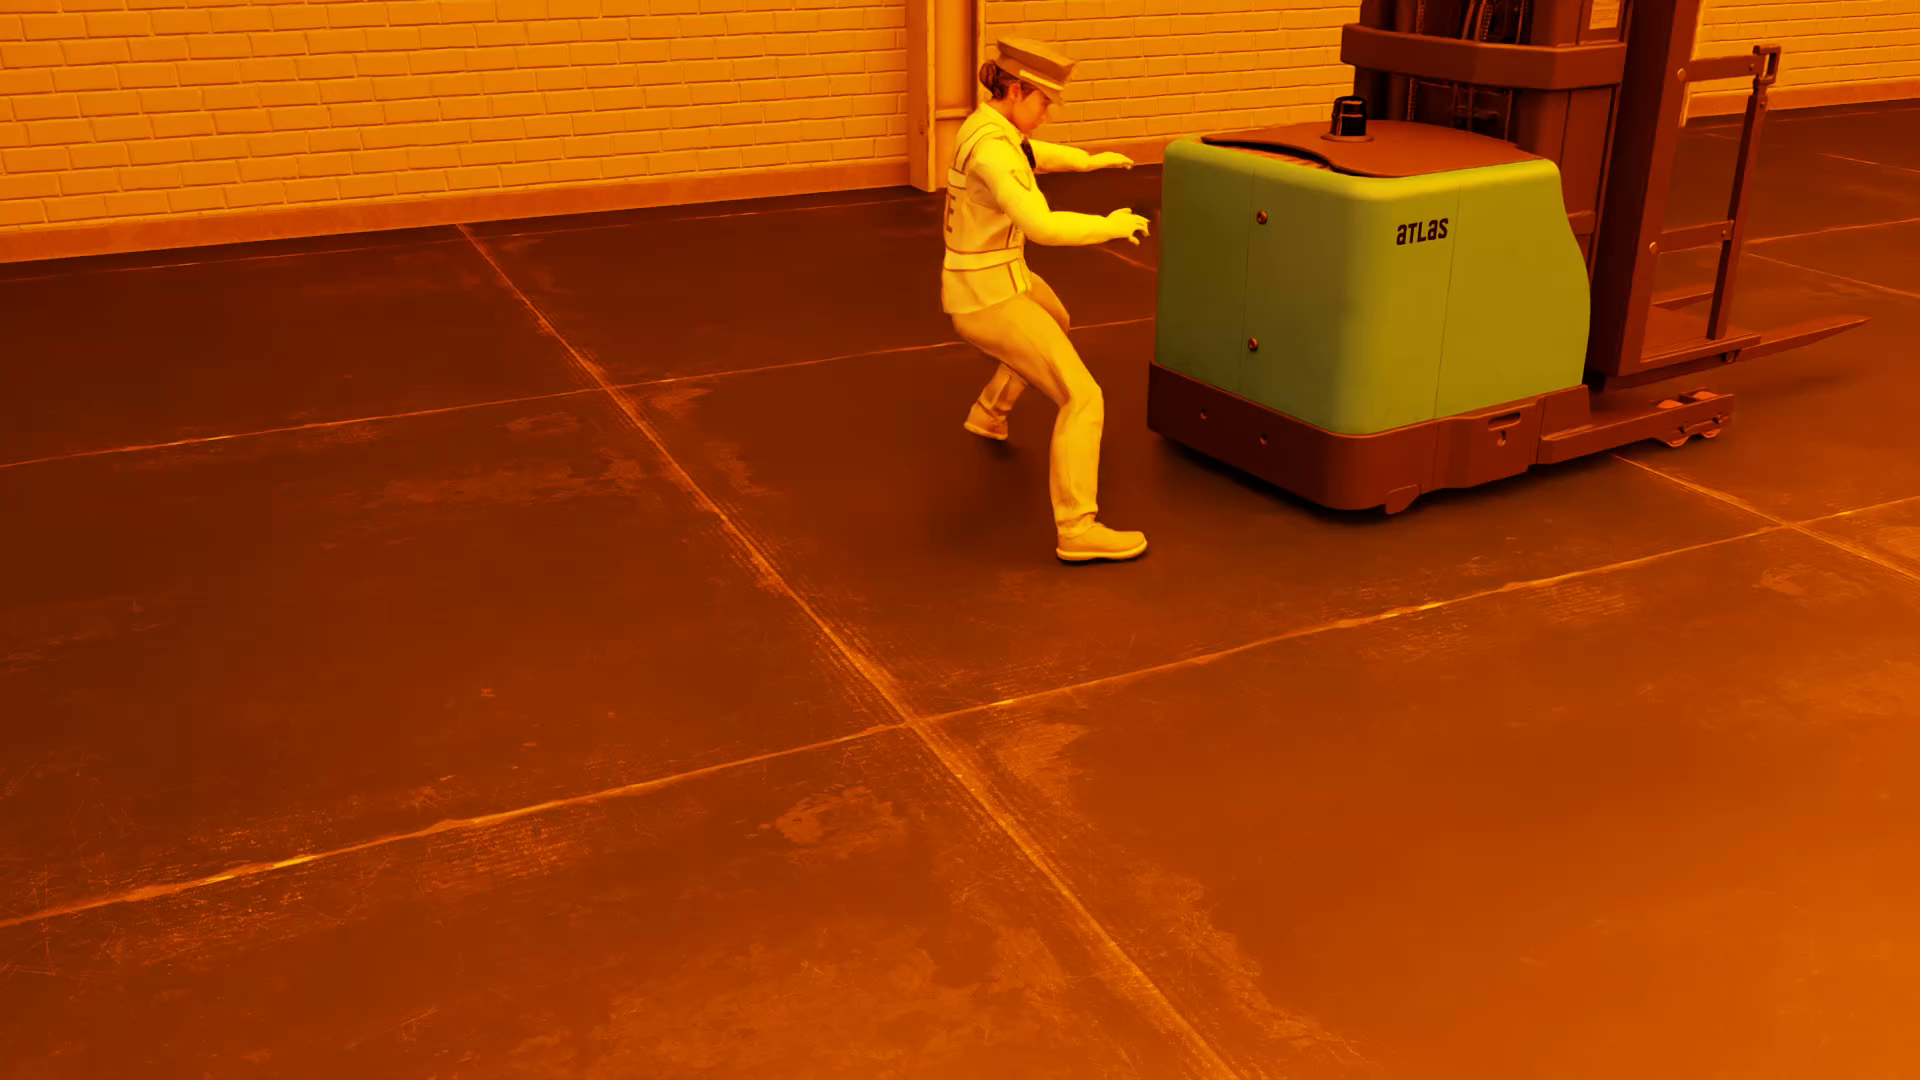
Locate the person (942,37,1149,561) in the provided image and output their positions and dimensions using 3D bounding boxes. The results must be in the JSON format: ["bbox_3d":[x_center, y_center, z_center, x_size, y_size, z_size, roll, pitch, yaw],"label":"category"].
[{"bbox_3d":[0.256,-0.819,5.182,0.630,1.452,1.162,0,23,1],"label":"person"}]

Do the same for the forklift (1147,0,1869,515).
[{"bbox_3d":[2.185,-1.840,5.715,3.031,2.935,1.130,-13,26,-29],"label":"forklift"}]
